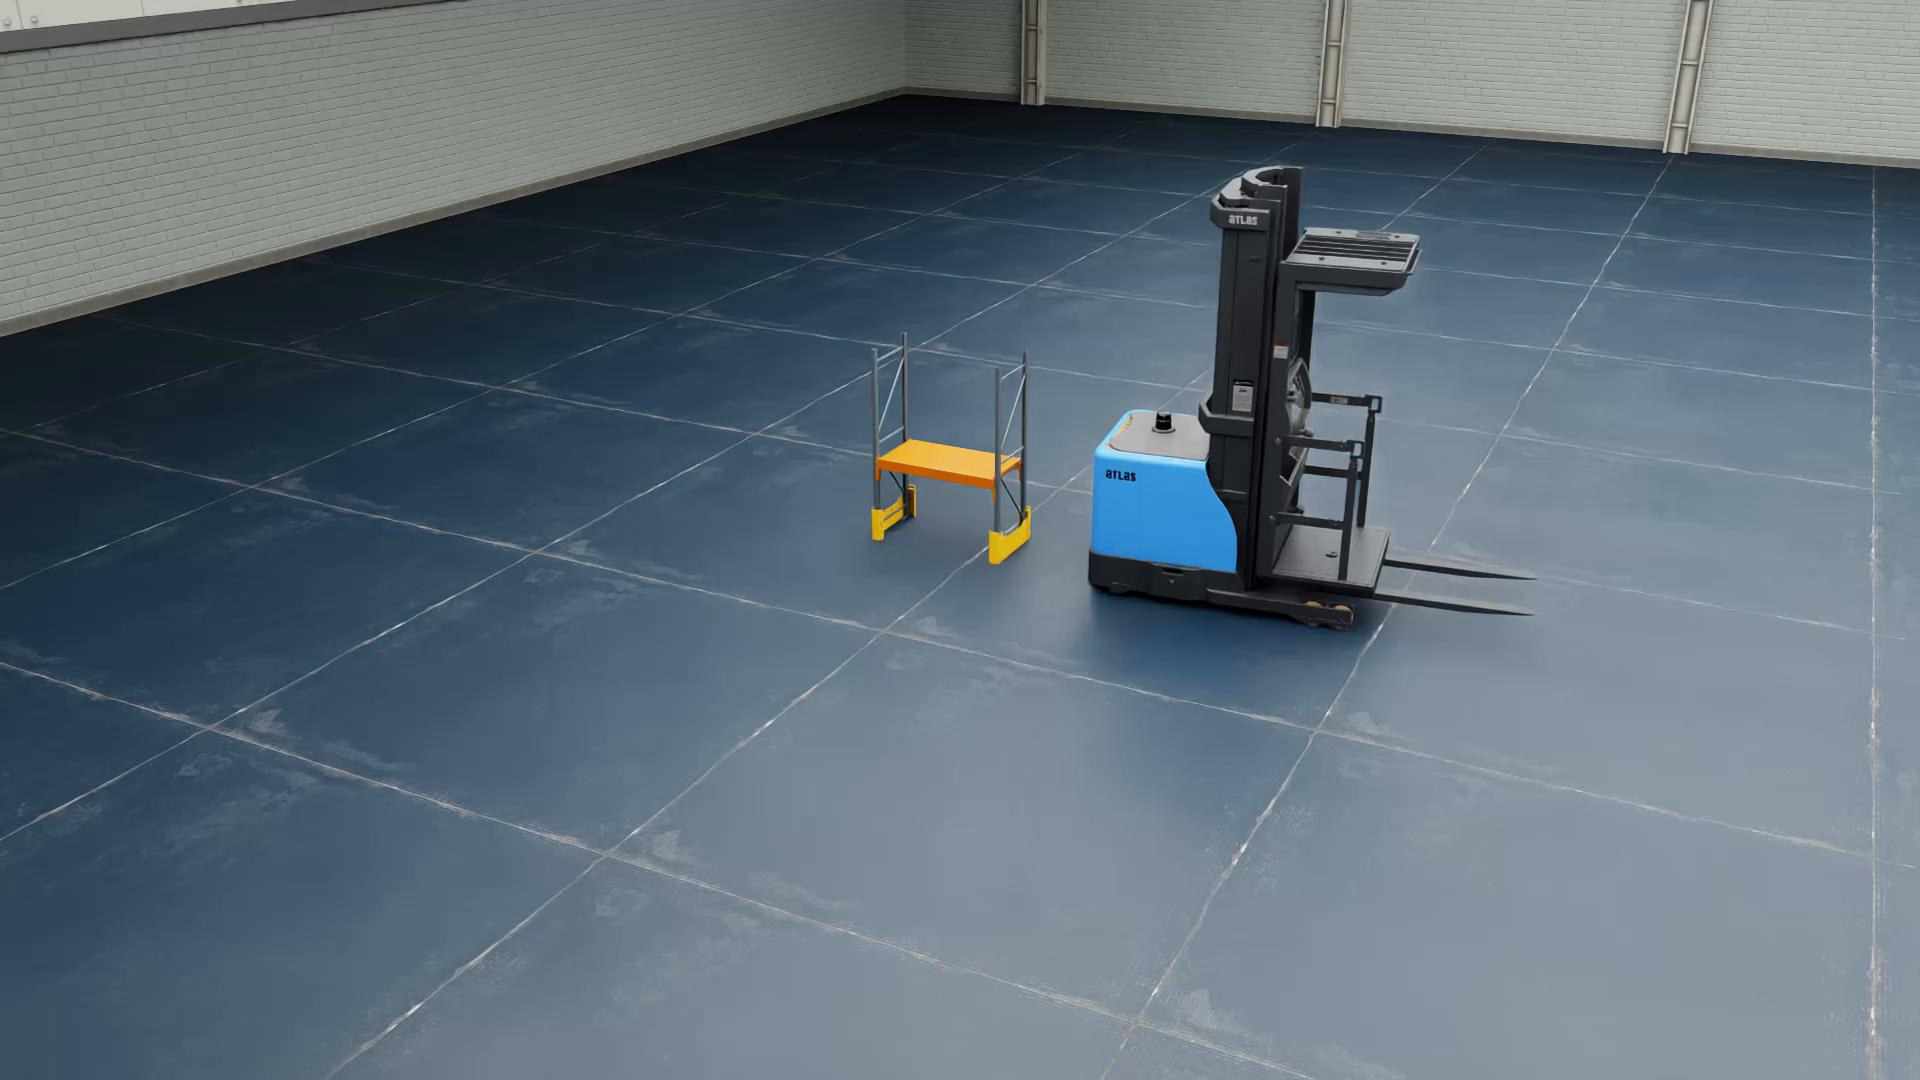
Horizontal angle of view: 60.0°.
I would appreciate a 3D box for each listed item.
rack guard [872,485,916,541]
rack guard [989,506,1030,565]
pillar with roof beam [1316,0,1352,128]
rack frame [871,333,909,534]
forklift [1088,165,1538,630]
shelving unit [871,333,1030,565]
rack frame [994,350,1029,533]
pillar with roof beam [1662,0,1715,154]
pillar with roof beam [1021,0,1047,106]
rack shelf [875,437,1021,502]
[{"bbox_3d":[-0.512,-0.216,12.940,0.087,0.250,0.587,11,25,25],"label":"rack guard"},{"bbox_3d":[0.376,-0.041,12.526,0.087,0.250,0.587,11,25,25],"label":"rack guard"},{"bbox_3d":[4.867,-10.292,25.453,0.400,9.000,9.100,11,25,25],"label":"pillar with roof beam"},{"bbox_3d":[-0.530,-0.795,12.703,0.032,1.500,0.500,11,25,25],"label":"rack frame"},{"bbox_3d":[2.490,-0.969,11.283,3.031,2.935,1.130,8,24,18],"label":"forklift"},{"bbox_3d":[-0.068,-0.704,12.488,1.083,1.500,0.587,11,25,25],"label":"shelving unit"},{"bbox_3d":[0.378,-0.615,12.281,0.032,1.500,0.500,11,25,25],"label":"rack frame"},{"bbox_3d":[10.221,-9.233,22.961,0.400,9.000,9.100,11,25,25],"label":"pillar with roof beam"},{"bbox_3d":[-0.488,-11.352,27.944,0.400,9.000,9.100,11,25,25],"label":"pillar with roof beam"},{"bbox_3d":[-0.076,-0.540,12.562,1.000,0.185,0.538,11,25,25],"label":"rack shelf"}]
